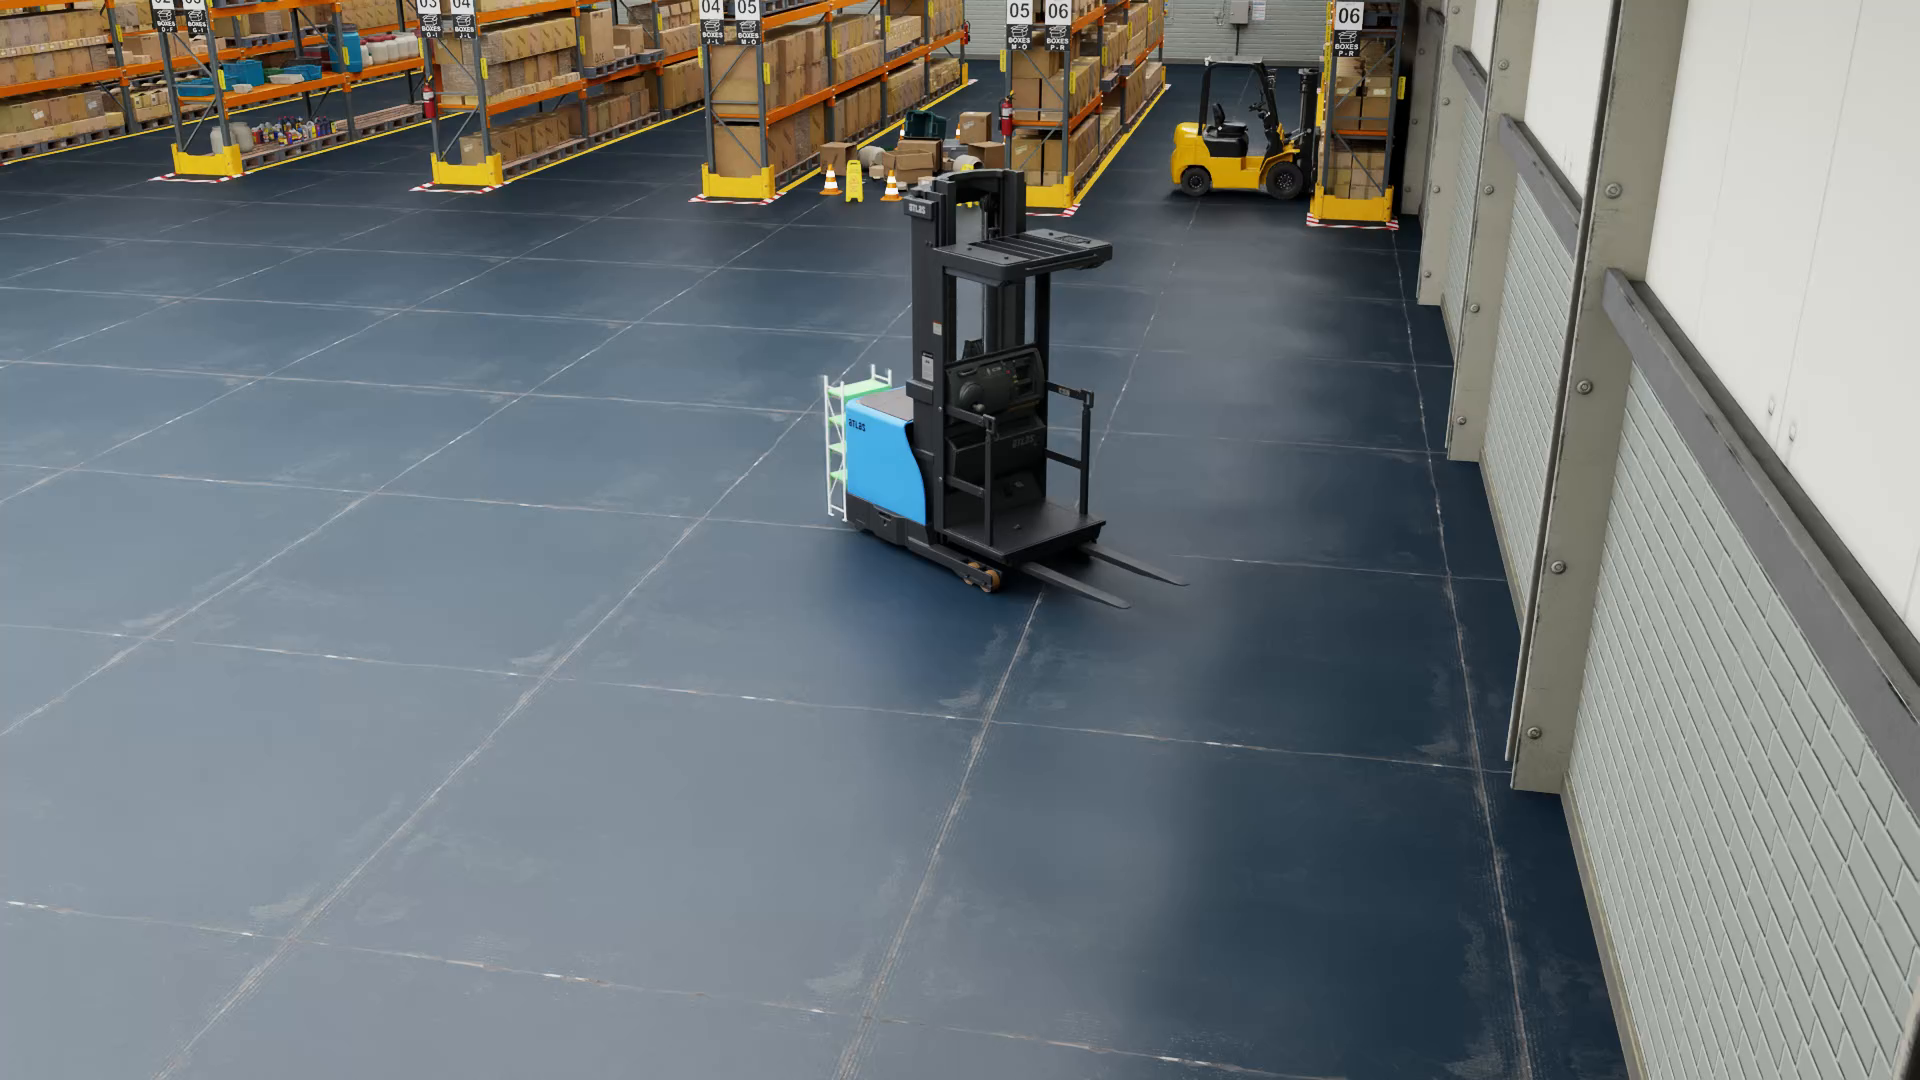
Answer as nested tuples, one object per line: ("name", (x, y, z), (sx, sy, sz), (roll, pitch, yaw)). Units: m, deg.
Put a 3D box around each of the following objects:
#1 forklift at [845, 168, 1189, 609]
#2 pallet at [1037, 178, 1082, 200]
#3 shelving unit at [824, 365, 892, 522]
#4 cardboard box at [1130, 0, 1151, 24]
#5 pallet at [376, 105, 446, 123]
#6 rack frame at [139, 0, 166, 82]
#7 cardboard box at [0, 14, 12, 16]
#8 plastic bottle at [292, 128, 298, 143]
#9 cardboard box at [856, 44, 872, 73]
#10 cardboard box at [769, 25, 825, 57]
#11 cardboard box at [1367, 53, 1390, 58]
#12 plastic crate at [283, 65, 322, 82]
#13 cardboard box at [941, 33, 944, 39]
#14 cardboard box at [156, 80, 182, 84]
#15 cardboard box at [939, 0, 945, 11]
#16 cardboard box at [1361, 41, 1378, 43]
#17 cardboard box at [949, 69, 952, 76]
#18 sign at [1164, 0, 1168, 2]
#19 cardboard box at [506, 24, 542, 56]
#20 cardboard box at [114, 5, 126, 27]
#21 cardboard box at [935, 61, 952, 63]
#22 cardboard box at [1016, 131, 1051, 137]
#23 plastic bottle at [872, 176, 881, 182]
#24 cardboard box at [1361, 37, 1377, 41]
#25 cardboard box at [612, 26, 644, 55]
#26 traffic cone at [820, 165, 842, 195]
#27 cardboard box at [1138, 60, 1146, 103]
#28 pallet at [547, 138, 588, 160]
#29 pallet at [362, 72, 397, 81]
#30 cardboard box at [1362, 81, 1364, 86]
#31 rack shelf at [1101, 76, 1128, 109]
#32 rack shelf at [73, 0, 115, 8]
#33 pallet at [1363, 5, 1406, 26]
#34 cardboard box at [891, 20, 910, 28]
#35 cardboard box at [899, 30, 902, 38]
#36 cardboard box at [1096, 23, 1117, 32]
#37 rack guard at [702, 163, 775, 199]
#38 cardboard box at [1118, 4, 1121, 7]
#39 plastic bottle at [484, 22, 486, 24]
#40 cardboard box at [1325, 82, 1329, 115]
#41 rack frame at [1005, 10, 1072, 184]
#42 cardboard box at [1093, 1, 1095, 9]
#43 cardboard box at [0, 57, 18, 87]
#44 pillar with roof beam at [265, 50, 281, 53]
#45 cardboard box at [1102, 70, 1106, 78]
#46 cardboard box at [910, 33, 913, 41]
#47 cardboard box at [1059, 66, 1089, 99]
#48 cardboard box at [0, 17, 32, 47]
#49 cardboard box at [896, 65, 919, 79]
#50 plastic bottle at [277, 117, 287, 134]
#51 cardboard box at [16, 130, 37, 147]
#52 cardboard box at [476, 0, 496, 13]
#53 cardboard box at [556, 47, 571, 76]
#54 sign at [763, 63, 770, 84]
("forklift", (0.412, -1.182, 12.397), (1.130, 2.935, 3.031), (-18, 28, -38))
("pallet", (1.432, -5.794, 27.488), (1.003, 0.211, 1.213), (4, 22, 11))
("shelving unit", (-0.830, -0.799, 13.763), (0.503, 1.200, 0.258), (-18, 28, -38))
("cardboard box", (3.999, -11.820, 37.246), (0.500, 0.500, 0.500), (5, 22, 11))
("pallet", (-11.898, -9.250, 36.070), (1.003, 0.211, 1.213), (4, 22, 11))
("rack frame", (-20.585, -13.042, 41.753), (1.000, 3.000, 0.127), (4, 22, 11))
("cardboard box", (-21.574, -11.451, 37.078), (0.700, 0.500, 0.500), (2, 22, 6))
("plastic bottle", (-12.569, -7.638, 31.398), (0.097, 0.271, 0.097), (0, 22, 0))
("cardboard box", (-2.053, -9.528, 32.892), (0.500, 0.500, 0.500), (4, 22, 10))
("cardboard box", (-2.944, -9.007, 30.087), (0.875, 0.550, 0.550), (4, 22, 11))
("cardboard box", (7.122, -8.197, 28.321), (0.380, 0.149, 0.250), (5, 22, 11))
("plastic crate", (-12.478, -8.867, 31.584), (0.499, 0.251, 0.616), (4, 22, 11))
("cardboard box", (-0.603, -11.942, 39.357), (0.380, 0.149, 0.250), (5, 23, 13))
("cardboard box", (-17.150, -9.835, 36.155), (0.500, 0.311, 0.500), (4, 22, 9))
("cardboard box", (-0.648, -12.662, 38.938), (0.500, 0.500, 0.500), (5, 22, 12))
("cardboard box", (7.840, -9.527, 32.022), (0.380, 0.149, 0.250), (5, 23, 13))
("cardboard box", (-0.412, -11.373, 40.462), (0.380, 0.149, 0.250), (5, 22, 12))
("sign", (5.009, -13.218, 40.321), (0.100, 0.325, 0.005), (4, 22, 11))
("cardboard box", (-7.801, -8.898, 29.592), (0.500, 0.500, 0.500), (4, 22, 11))
("cardboard box", (-20.637, -12.678, 40.288), (0.500, 0.500, 0.500), (4, 22, 11))
("cardboard box", (-0.397, -11.611, 40.657), (0.380, 0.149, 0.250), (4, 22, 9))
("cardboard box", (1.227, -6.537, 27.714), (0.500, 0.500, 0.500), (5, 23, 13))
("plastic bottle", (-1.454, -6.272, 28.875), (0.133, 0.061, 0.283), (-3, 22, -8))
("cardboard box", (7.966, -9.732, 32.837), (0.500, 0.500, 0.500), (6, 23, 13))
("cardboard box", (-6.940, -10.276, 34.187), (0.700, 0.500, 0.500), (8, 23, 19))
("traffic cone", (-2.152, -6.015, 27.700), (0.336, 0.463, 0.334), (4, 22, 11))
("cardboard box", (3.616, -10.131, 36.805), (0.875, 0.875, 0.875), (5, 23, 13))
("pallet", (-7.772, -7.442, 31.580), (1.003, 0.211, 1.213), (4, 22, 11))
("pallet", (-15.347, -12.071, 43.074), (1.003, 0.211, 1.213), (4, 22, 11))
("cardboard box", (6.445, -7.027, 25.816), (0.380, 0.149, 0.250), (4, 22, 10))
("rack shelf", (2.440, -8.626, 31.750), (1.077, 0.370, 4.000), (4, 22, 11))
("rack shelf", (-16.959, -11.530, 34.944), (1.077, 0.370, 4.000), (4, 22, 11))
("pallet", (6.245, -7.996, 25.325), (1.003, 0.211, 1.213), (4, 22, 11))
("cardboard box", (-1.309, -11.309, 36.426), (0.380, 0.149, 0.250), (4, 22, 9))
("cardboard box", (-1.462, -10.881, 35.761), (0.380, 0.149, 0.250), (4, 22, 10))
("cardboard box", (2.790, -9.752, 31.619), (0.380, 0.149, 0.250), (3, 22, 8))
("rack guard", (-3.656, -5.938, 27.458), (1.175, 0.500, 0.348), (4, 22, 11))
("cardboard box", (3.216, -11.337, 36.047), (0.500, 0.500, 0.500), (4, 22, 11))
("plastic bottle", (-11.283, -12.146, 39.592), (0.144, 0.351, 0.185), (4, 22, 11))
("cardboard box", (6.230, -7.196, 27.103), (0.500, 0.500, 0.500), (5, 22, 11))
("rack frame", (1.216, -6.766, 26.167), (1.000, 3.000, 0.127), (4, 22, 11))
("cardboard box", (2.100, -9.184, 28.493), (0.380, 0.149, 0.250), (5, 22, 11))
("cardboard box", (-17.973, -8.686, 30.802), (0.700, 0.500, 0.500), (5, 22, 12))
("pillar with roof beam", (-15.850, -18.013, 46.065), (9.100, 9.000, 0.400), (4, 22, 11))
("cardboard box", (2.454, -8.485, 30.210), (0.380, 0.149, 0.250), (5, 22, 12))
("cardboard box", (-1.246, -11.135, 36.790), (0.380, 0.149, 0.250), (3, 22, 8))
("cardboard box", (1.885, -7.665, 27.868), (0.500, 0.500, 0.500), (4, 22, 10))
("cardboard box", (-17.860, -9.492, 31.067), (0.700, 0.500, 0.500), (5, 22, 11))
("cardboard box", (-1.225, -10.399, 36.970), (0.500, 0.250, 0.500), (6, 23, 13))
("plastic bottle", (-13.128, -8.004, 32.200), (0.144, 0.351, 0.185), (4, 22, 9))
("cardboard box", (-17.757, -7.559, 31.257), (0.500, 0.250, 0.500), (4, 22, 11))
("cardboard box", (-8.135, -8.999, 27.899), (0.500, 0.250, 0.500), (5, 22, 13))
("cardboard box", (-7.822, -9.008, 31.204), (0.875, 0.500, 0.500), (4, 22, 11))
("sign", (-3.109, -7.500, 26.726), (0.100, 0.325, 0.005), (4, 22, 11))
